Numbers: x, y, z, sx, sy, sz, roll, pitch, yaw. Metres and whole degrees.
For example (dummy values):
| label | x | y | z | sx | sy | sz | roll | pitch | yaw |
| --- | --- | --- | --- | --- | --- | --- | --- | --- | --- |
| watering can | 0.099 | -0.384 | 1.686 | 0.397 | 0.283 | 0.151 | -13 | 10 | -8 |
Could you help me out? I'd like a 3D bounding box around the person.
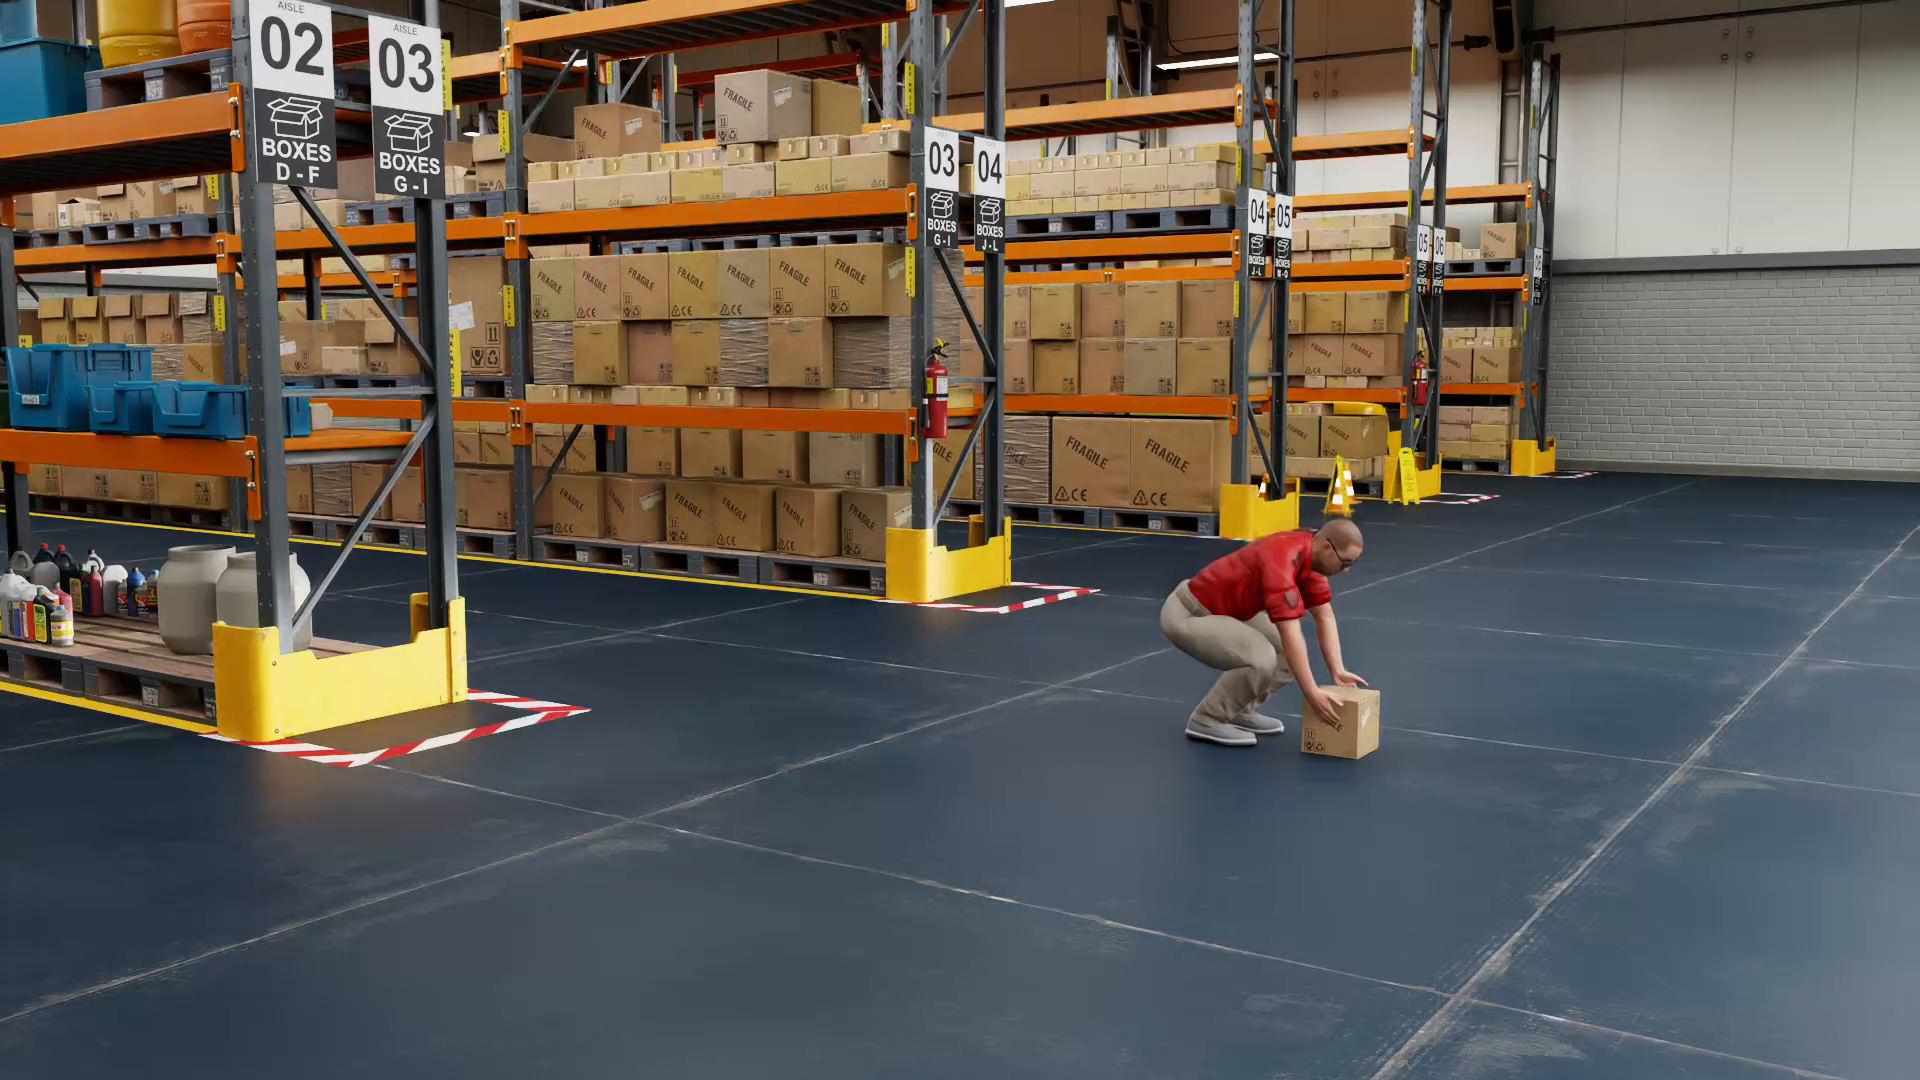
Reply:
| label | x | y | z | sx | sy | sz | roll | pitch | yaw |
| --- | --- | --- | --- | --- | --- | --- | --- | --- | --- |
| person | 1.372 | 0.401 | 7.212 | 0.957 | 0.962 | 0.532 | 4 | 7 | 31 |
